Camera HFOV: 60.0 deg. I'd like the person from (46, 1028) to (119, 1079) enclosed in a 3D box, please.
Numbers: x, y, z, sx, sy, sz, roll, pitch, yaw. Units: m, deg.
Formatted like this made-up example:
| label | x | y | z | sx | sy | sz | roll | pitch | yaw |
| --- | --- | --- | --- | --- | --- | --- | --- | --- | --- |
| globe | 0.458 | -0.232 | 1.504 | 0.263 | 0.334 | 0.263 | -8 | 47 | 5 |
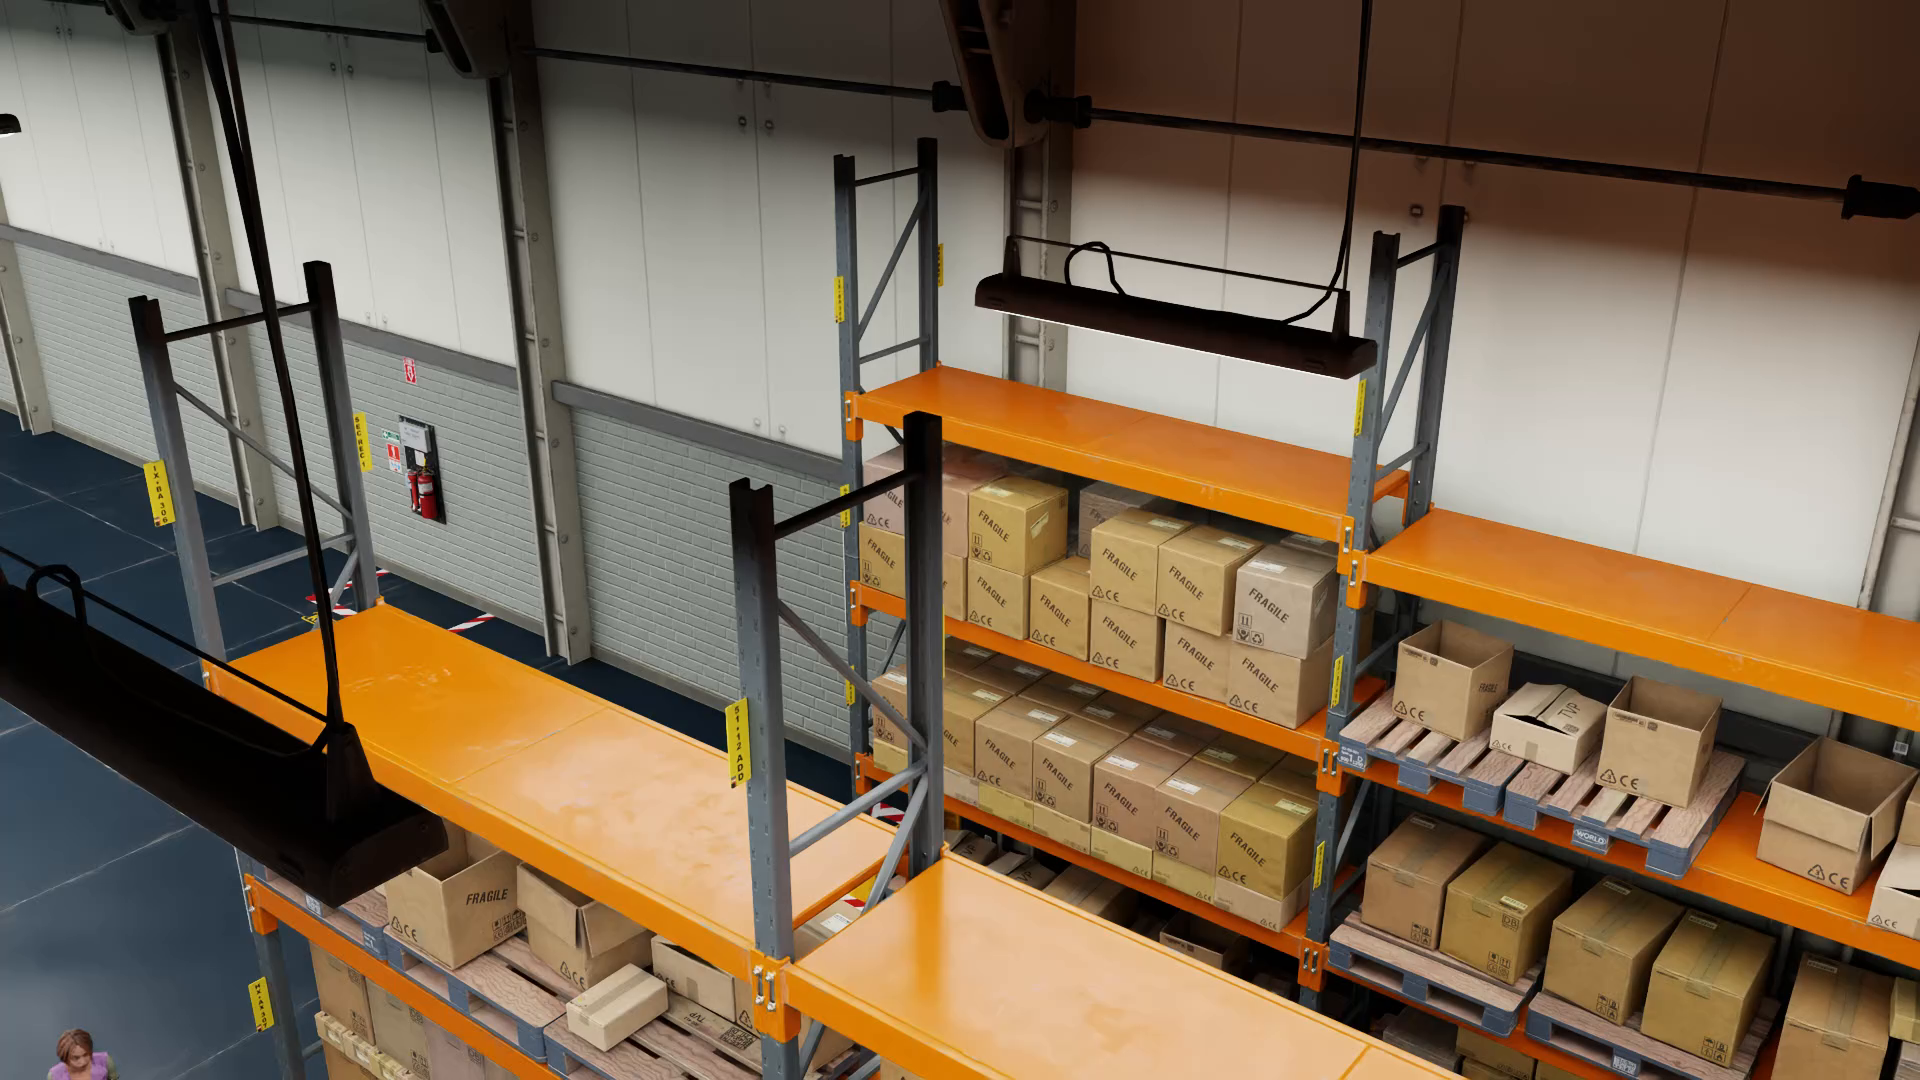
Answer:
| label | x | y | z | sx | sy | sz | roll | pitch | yaw |
| --- | --- | --- | --- | --- | --- | --- | --- | --- | --- |
| person | -5.216 | 3.578 | 10.024 | 0.440 | 1.597 | 0.440 | -14 | 26 | -30 |
